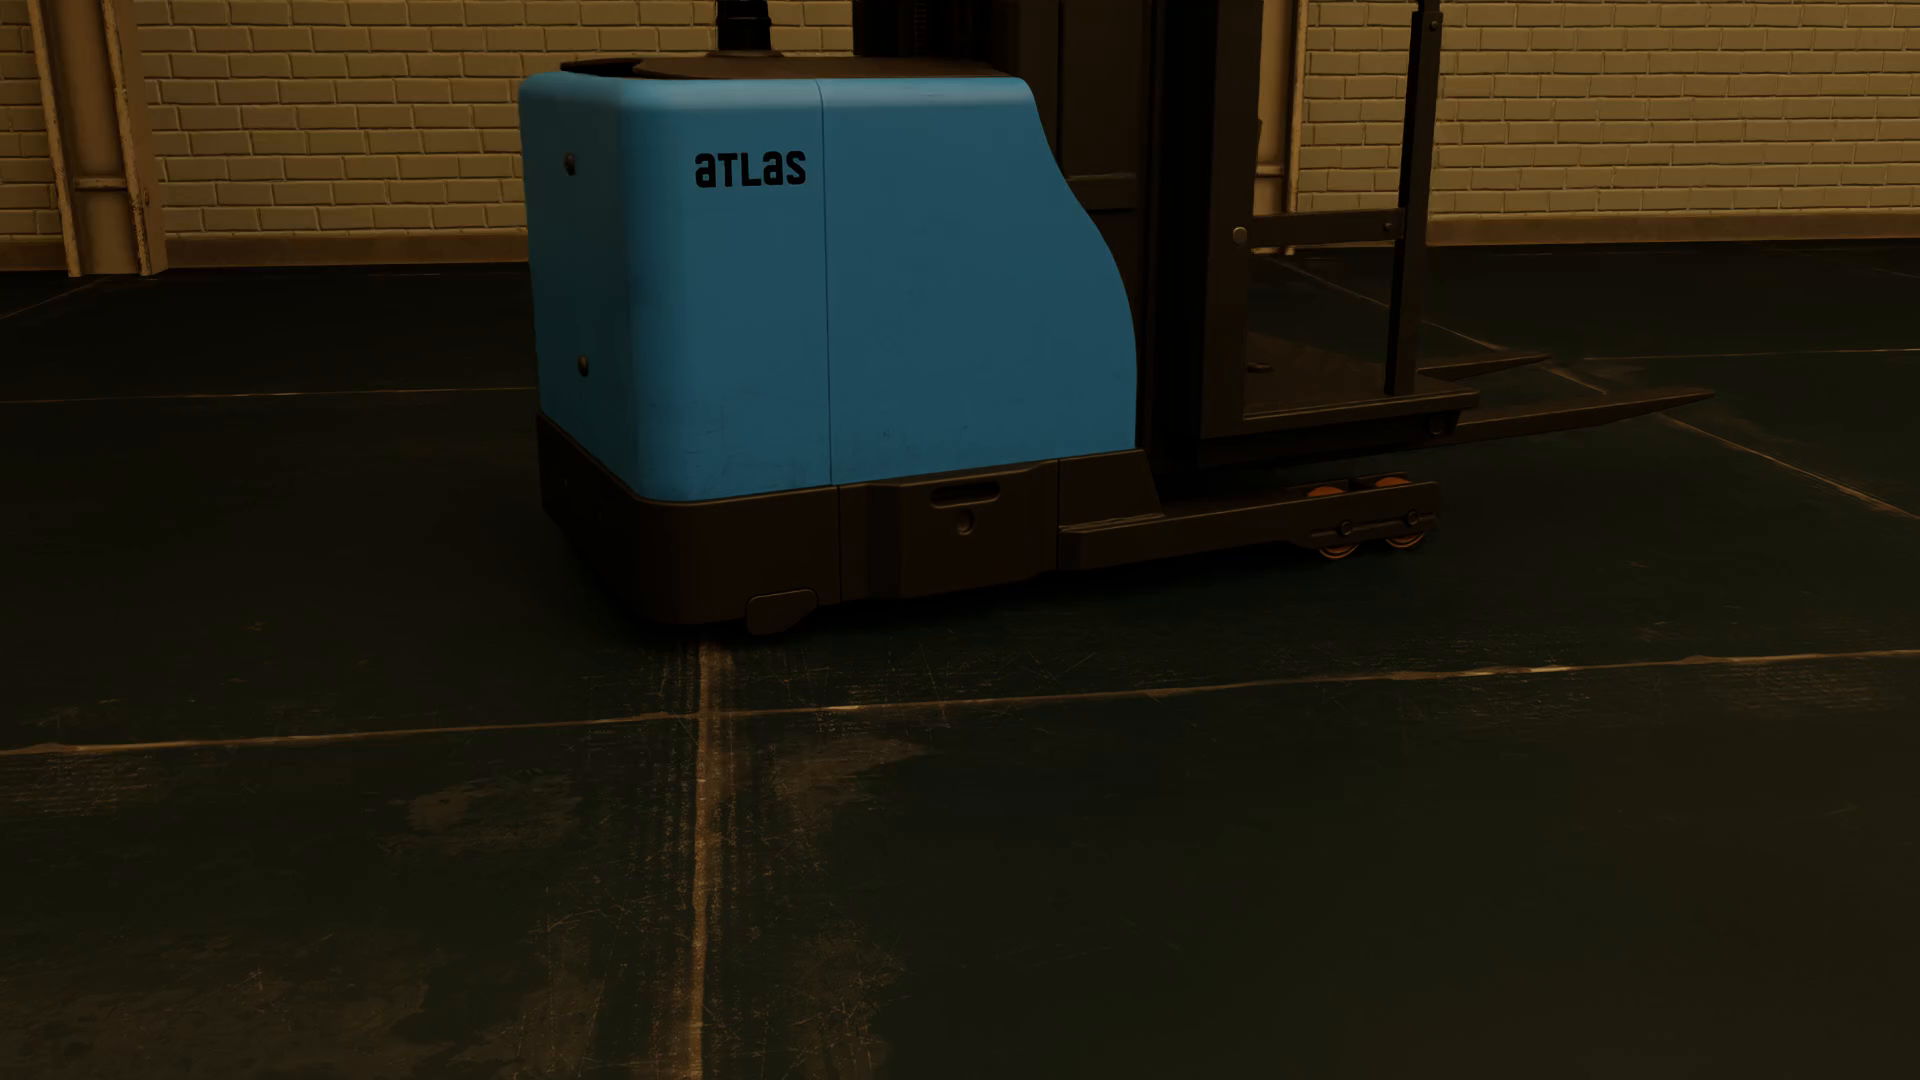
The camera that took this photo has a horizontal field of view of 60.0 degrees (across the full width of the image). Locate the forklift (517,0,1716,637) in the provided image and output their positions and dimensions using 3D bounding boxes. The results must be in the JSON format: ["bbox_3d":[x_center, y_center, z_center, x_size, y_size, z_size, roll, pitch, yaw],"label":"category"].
[{"bbox_3d":[0.555,-1.488,3.823,3.031,2.935,1.130,-8,19,-25],"label":"forklift"}]
